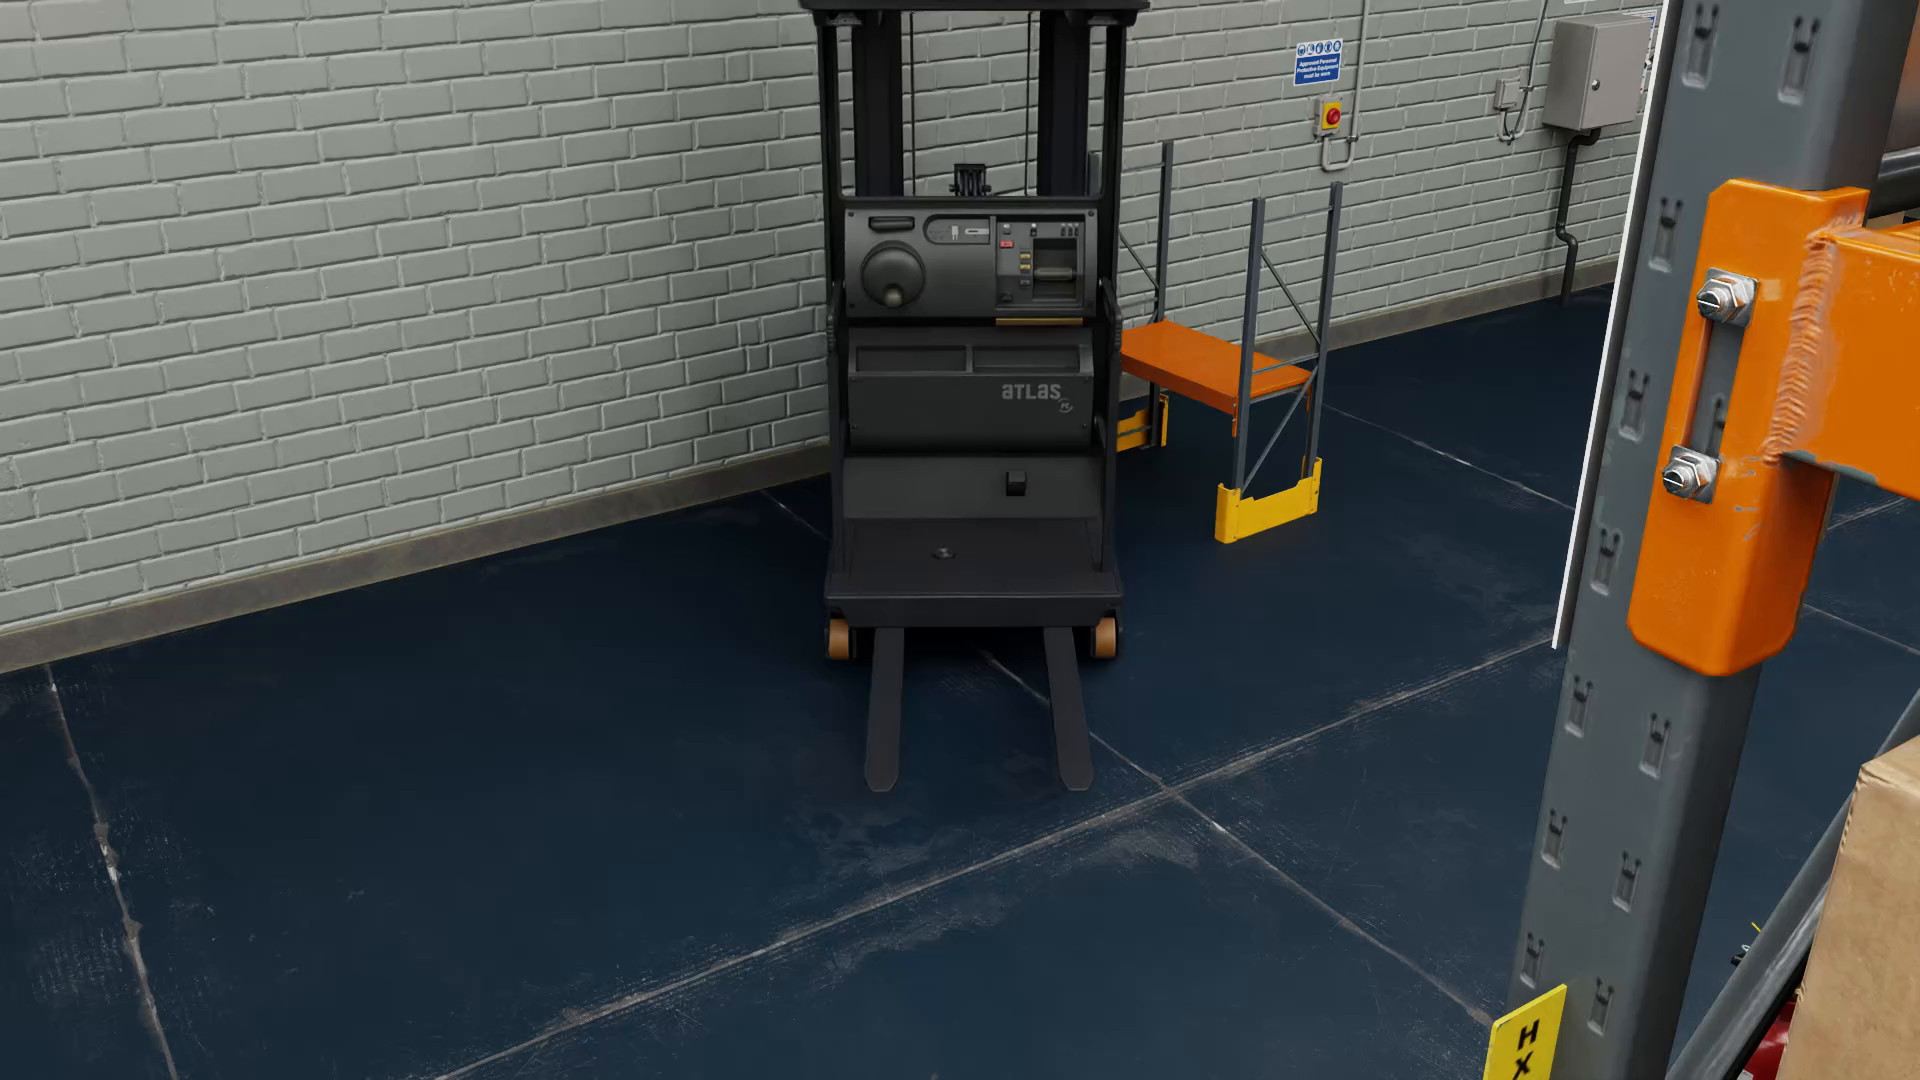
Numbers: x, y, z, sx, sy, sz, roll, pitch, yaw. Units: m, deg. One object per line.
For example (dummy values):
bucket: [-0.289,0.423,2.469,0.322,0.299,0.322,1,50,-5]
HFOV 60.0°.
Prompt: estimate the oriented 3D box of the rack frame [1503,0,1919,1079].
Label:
rack frame: [0.960,0.823,1.993,0.949,2.616,0.053,-16,29,-30]

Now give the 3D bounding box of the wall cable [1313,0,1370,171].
wall cable: [1.957,-2.853,8.552,0.585,1.953,0.123,-16,29,-30]

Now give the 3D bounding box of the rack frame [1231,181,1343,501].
rack frame: [1.375,-0.742,7.066,0.500,1.500,0.032,-18,30,-33]

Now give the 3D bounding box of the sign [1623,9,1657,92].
sign: [4.097,-2.963,10.123,0.329,0.494,0.001,-16,29,-30]

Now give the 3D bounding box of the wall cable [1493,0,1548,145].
wall cable: [3.139,-3.173,9.268,0.588,1.984,0.122,-16,29,-30]

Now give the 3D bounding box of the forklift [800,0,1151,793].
forklift: [0.045,-1.002,5.938,1.130,2.935,3.031,0,25,-1]

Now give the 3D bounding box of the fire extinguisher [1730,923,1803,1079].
fire extinguisher: [1.212,0.828,2.510,0.296,0.674,0.183,-16,29,-30]

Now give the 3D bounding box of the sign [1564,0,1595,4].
sign: [3.637,-3.251,9.656,0.339,0.242,0.001,-16,29,-30]

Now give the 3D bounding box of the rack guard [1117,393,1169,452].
rack guard: [0.770,-0.525,8.070,0.587,0.250,0.087,-18,30,-33]

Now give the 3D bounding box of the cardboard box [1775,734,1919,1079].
cardboard box: [0.985,0.413,1.225,0.500,0.500,0.500,-16,29,-30]

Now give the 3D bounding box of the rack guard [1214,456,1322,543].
rack guard: [1.364,-0.184,7.346,0.587,0.250,0.087,-18,30,-33]

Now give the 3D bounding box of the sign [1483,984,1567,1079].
sign: [0.508,0.557,1.542,0.100,0.325,0.005,-16,29,-30]

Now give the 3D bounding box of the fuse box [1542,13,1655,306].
fuse box: [3.797,-2.234,9.977,0.539,1.711,0.414,-16,29,-30]

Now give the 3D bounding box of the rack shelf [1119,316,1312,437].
rack shelf: [1.072,-0.754,7.511,0.538,0.185,1.000,-18,30,-33]

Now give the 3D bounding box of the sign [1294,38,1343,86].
sign: [1.883,-2.512,8.741,0.327,0.218,0.001,-16,29,-30]

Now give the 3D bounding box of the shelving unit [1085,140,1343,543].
shelving unit: [1.067,-0.920,7.441,0.587,1.500,1.083,-18,30,-33]

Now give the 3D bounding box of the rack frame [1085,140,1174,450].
rack frame: [0.769,-1.091,7.804,0.500,1.500,0.032,-18,30,-33]

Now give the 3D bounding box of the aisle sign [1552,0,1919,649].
aisle sign: [0.671,-0.310,1.347,0.394,0.787,0.004,-16,29,-30]
